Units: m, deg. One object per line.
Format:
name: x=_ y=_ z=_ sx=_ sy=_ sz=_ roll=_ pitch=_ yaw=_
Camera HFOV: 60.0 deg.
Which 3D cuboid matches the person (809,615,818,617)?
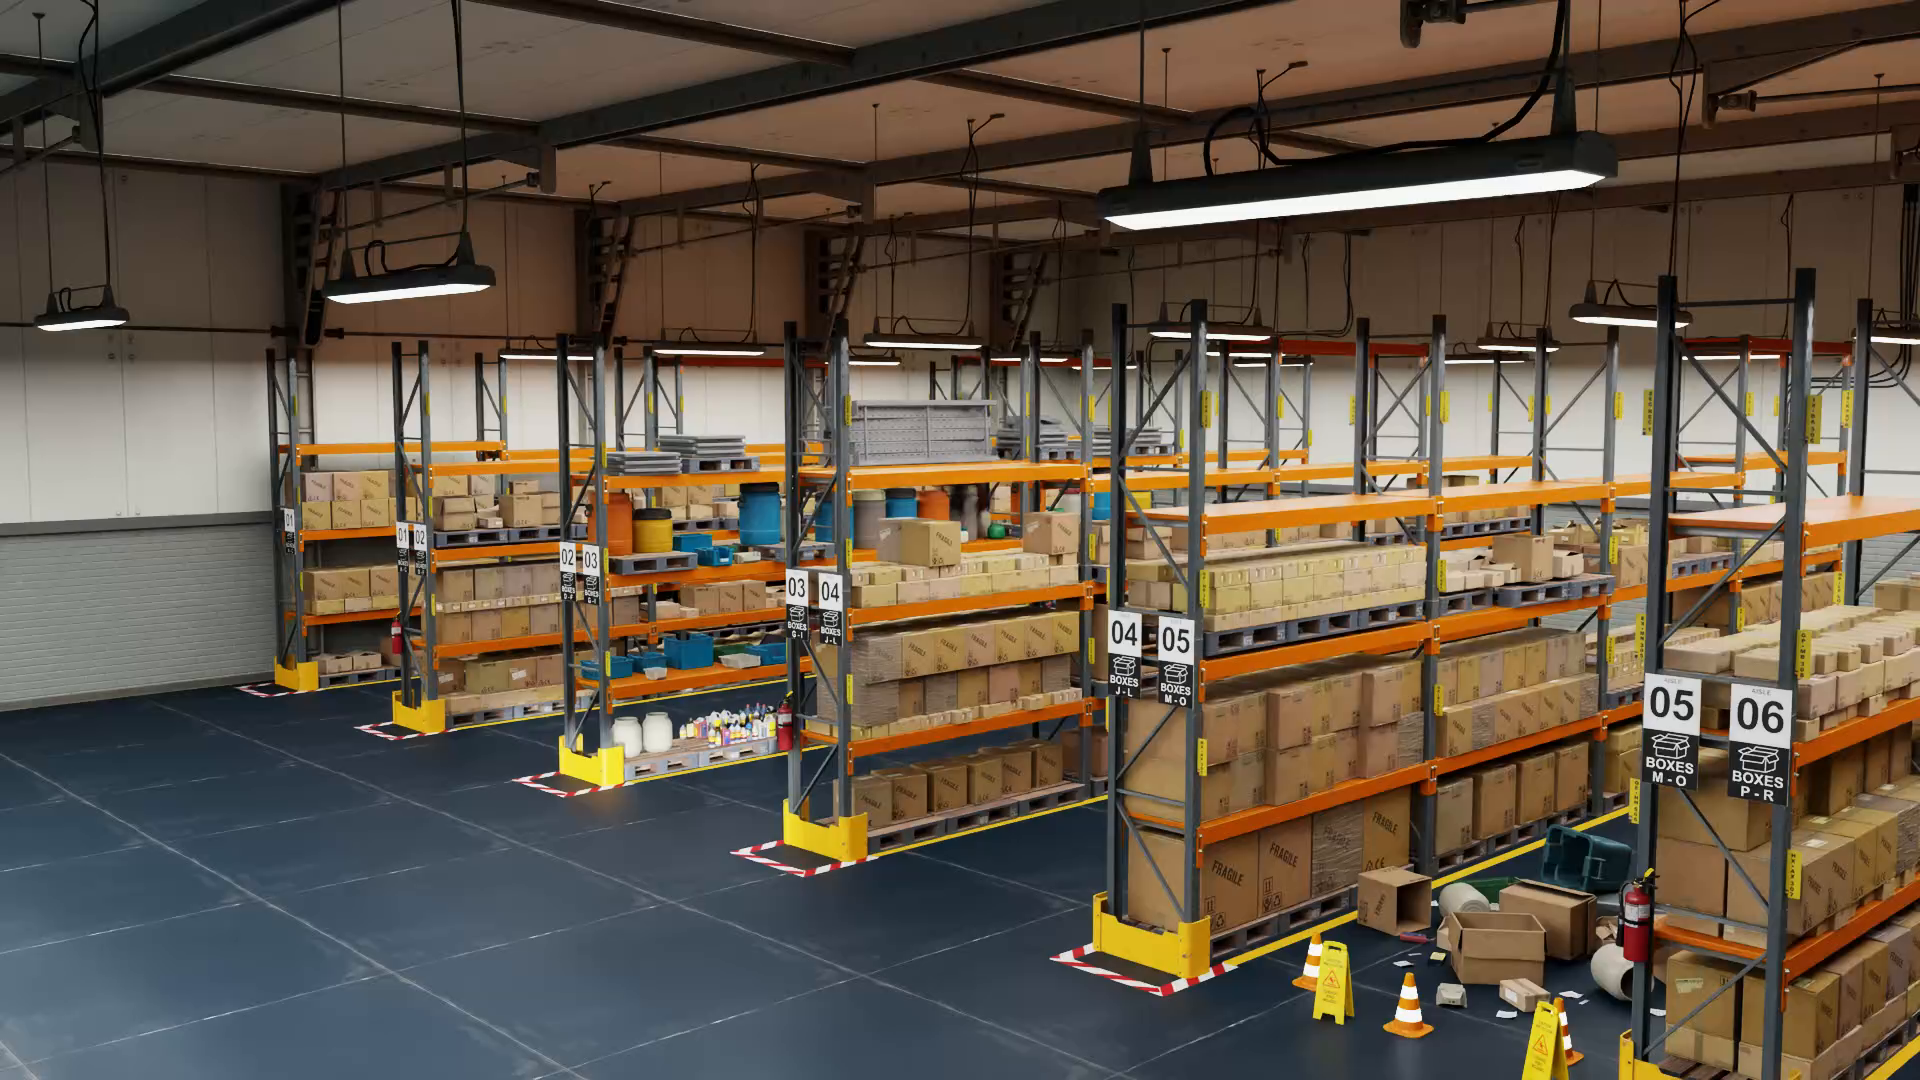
person: x=-3.159 y=1.314 z=34.455 sx=0.630 sy=1.841 sz=0.854 roll=4 pitch=6 yaw=36
